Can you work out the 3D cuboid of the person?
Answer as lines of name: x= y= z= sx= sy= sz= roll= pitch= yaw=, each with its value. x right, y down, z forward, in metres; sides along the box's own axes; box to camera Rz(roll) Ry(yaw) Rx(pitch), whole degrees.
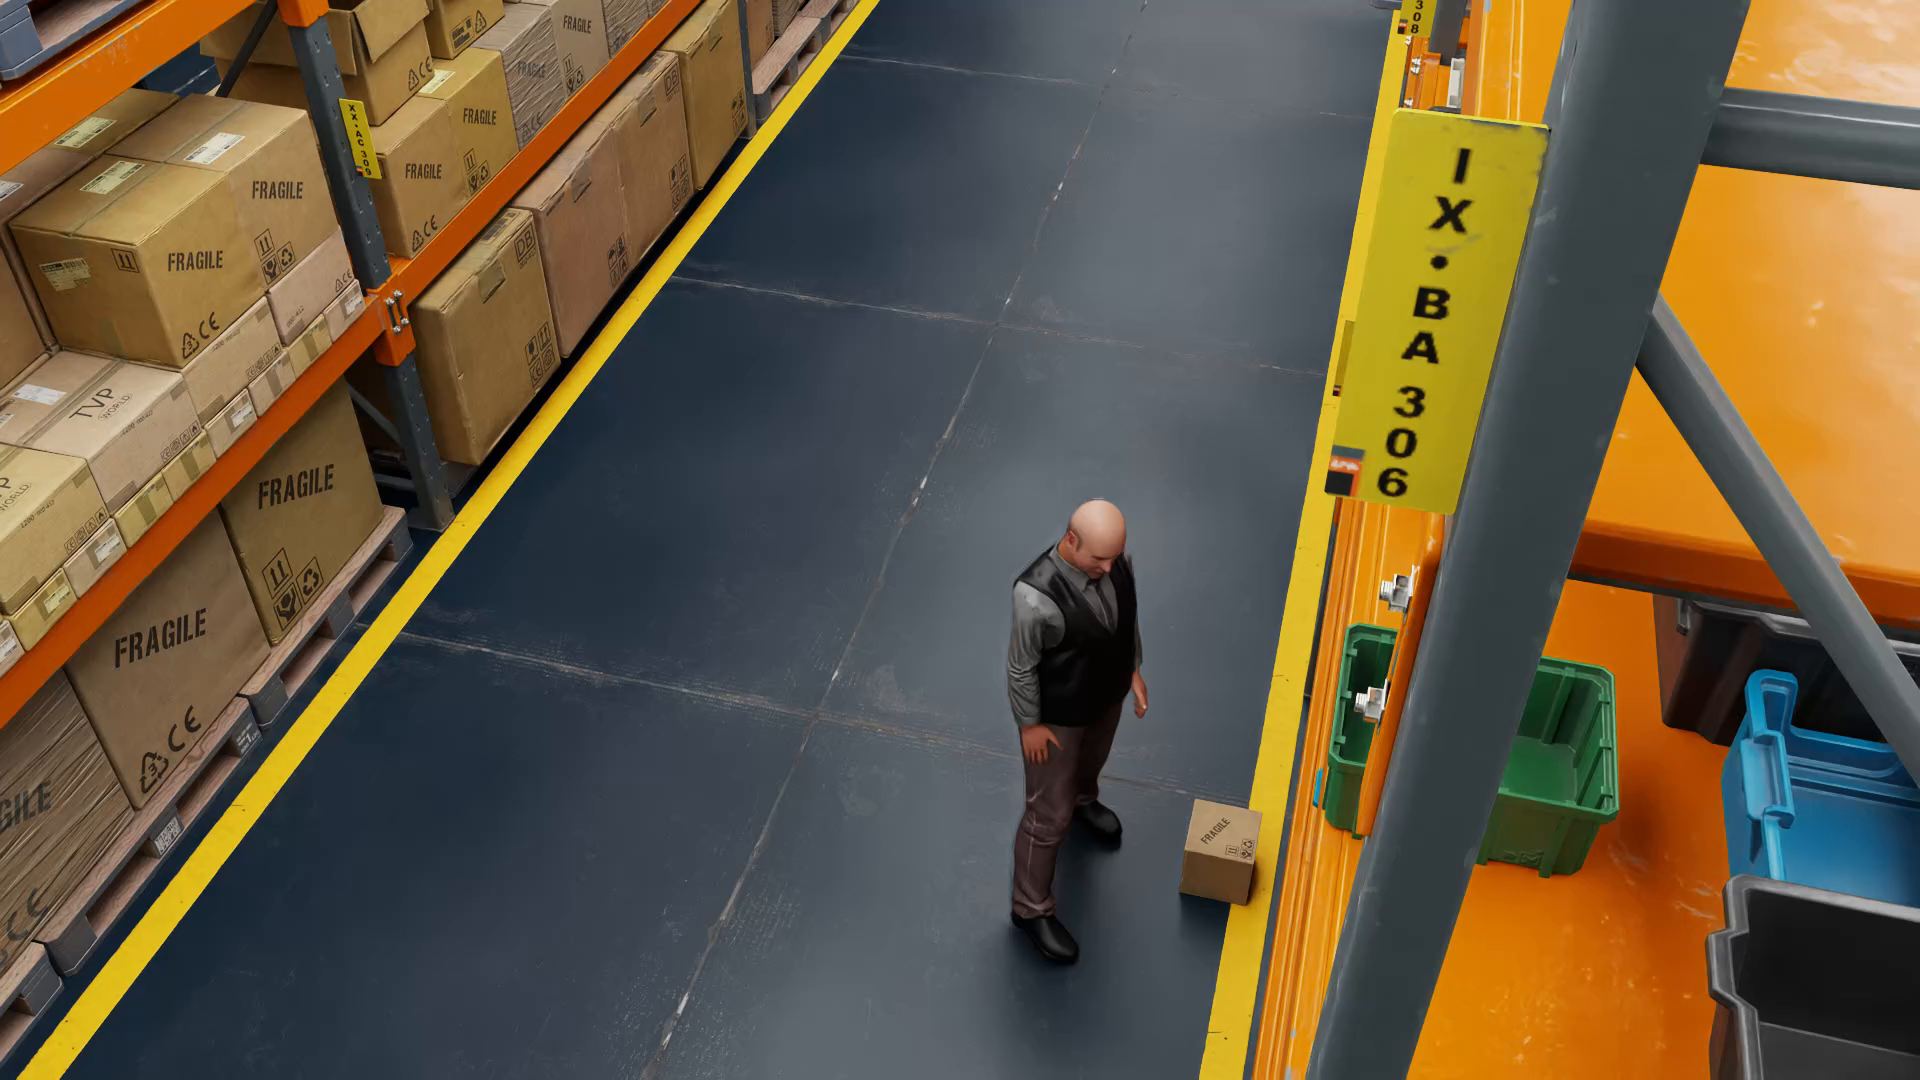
person: x=0.563 y=0.532 z=5.716 sx=0.485 sy=1.744 sz=0.610 roll=14 pitch=43 yaw=16
